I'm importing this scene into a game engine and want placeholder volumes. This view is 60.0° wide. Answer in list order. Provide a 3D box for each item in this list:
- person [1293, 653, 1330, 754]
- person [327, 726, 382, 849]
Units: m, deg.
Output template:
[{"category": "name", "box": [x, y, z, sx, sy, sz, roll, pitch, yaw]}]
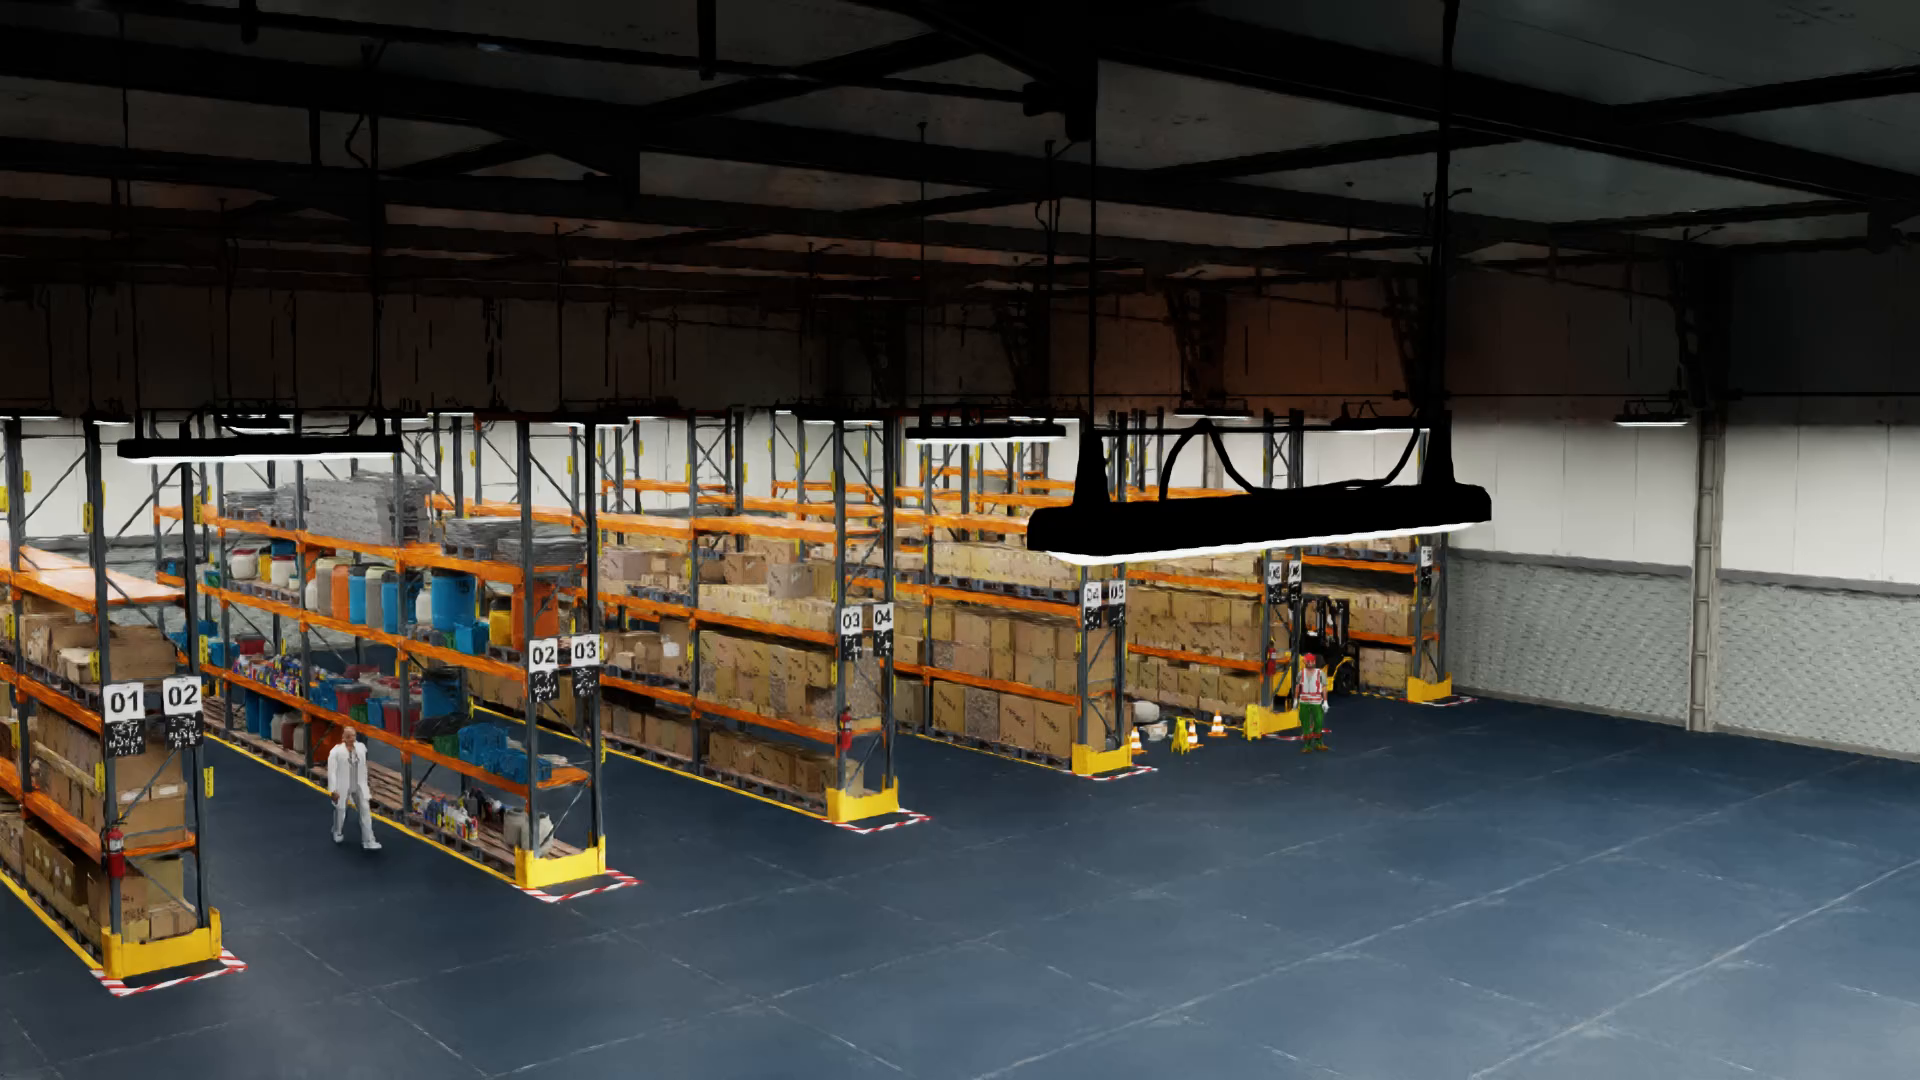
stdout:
[{"category": "person", "box": [6.219, 2.869, 29.431, 0.645, 1.781, 0.539, 2, 5, 21]}, {"category": "person", "box": [-8.493, 3.426, 23.162, 0.599, 1.696, 1.175, -4, 6, -38]}]
